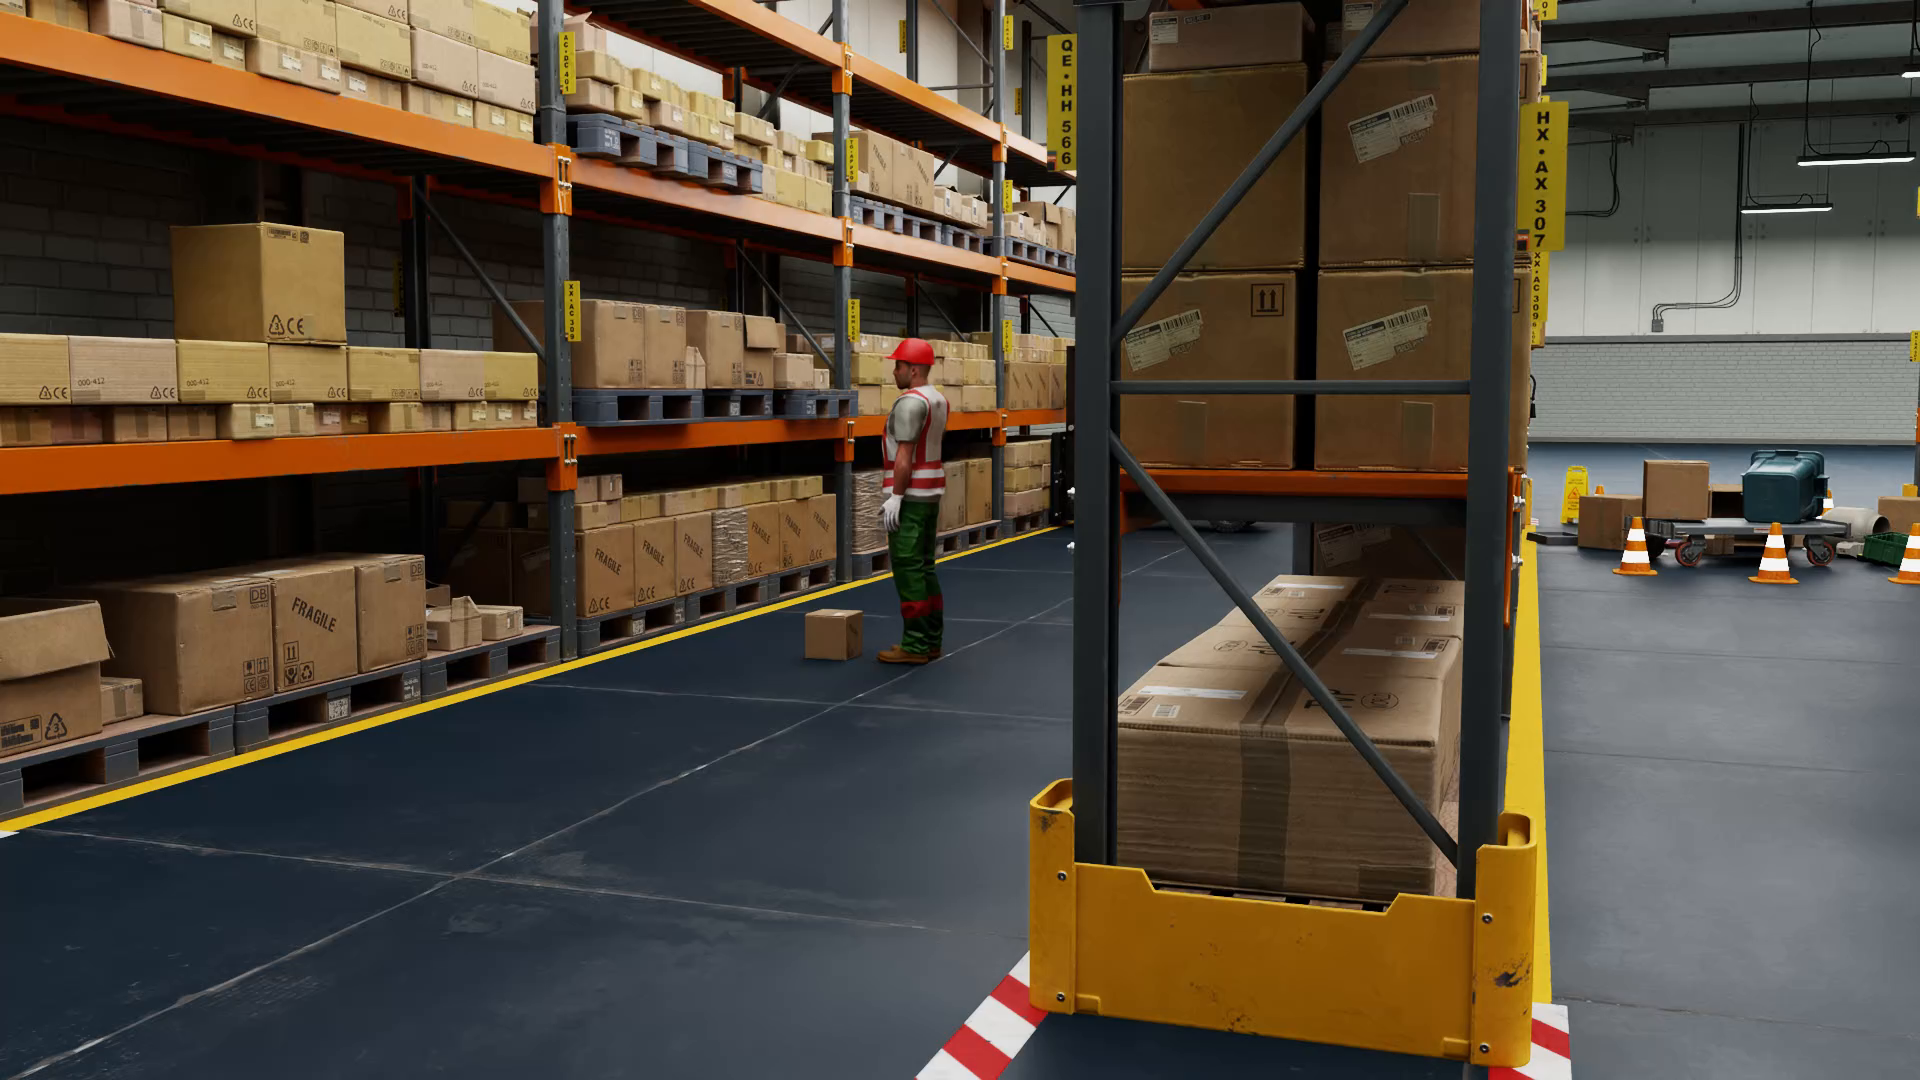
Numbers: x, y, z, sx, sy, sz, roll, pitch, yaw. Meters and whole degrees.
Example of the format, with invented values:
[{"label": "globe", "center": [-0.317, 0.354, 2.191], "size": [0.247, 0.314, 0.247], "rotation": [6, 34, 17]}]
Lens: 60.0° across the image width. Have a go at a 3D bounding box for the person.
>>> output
[{"label": "person", "center": [-0.378, 0.170, 9.253], "size": [0.874, 1.016, 0.576], "rotation": [2, 5, 18]}]
